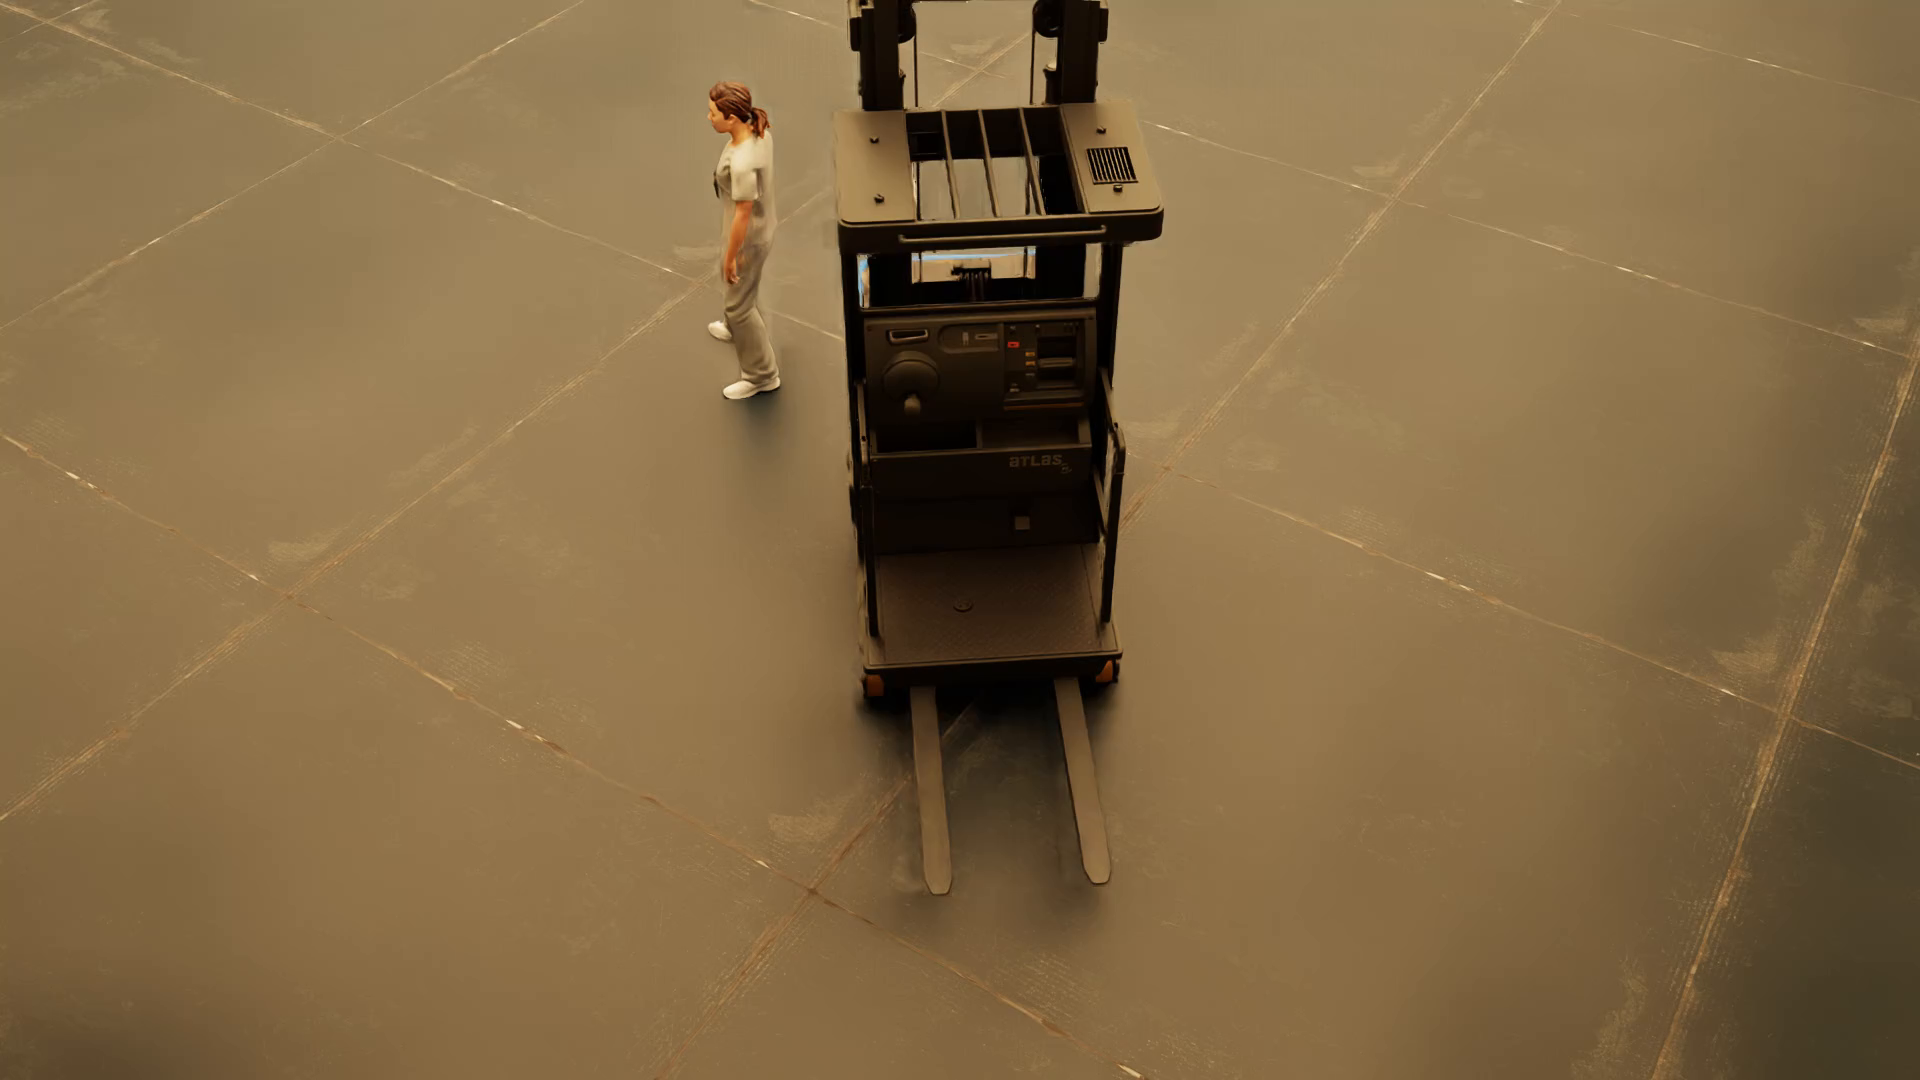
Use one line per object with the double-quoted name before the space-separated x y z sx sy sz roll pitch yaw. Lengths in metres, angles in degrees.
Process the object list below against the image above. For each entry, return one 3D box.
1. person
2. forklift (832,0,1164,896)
"person" -1.152 -1.554 8.419 0.509 1.670 0.648 3 44 3
"forklift" 0.104 -0.625 6.507 1.130 2.935 3.031 -3 44 -3
